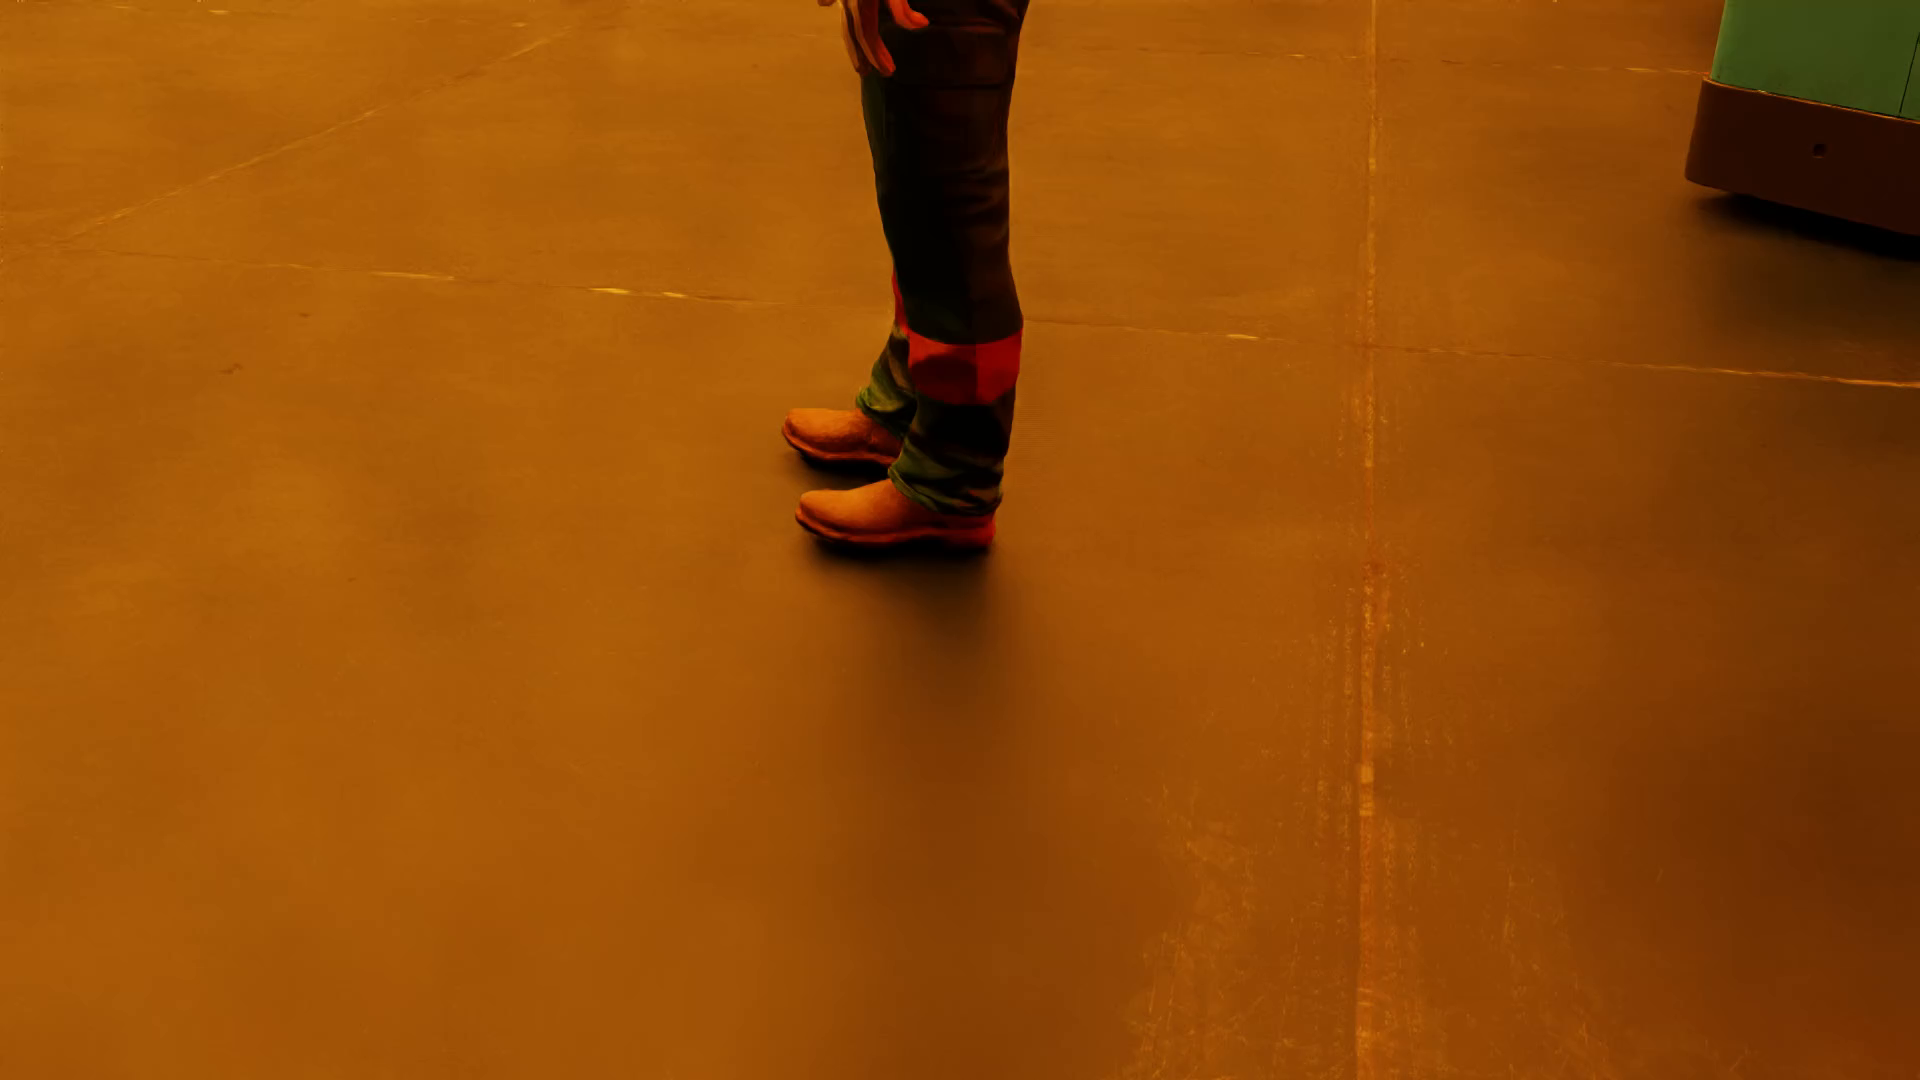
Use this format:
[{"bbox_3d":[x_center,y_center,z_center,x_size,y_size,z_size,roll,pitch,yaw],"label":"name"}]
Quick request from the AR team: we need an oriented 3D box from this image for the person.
[{"bbox_3d":[-0.076,-0.816,2.120,0.563,1.783,0.637,6,27,11],"label":"person"}]

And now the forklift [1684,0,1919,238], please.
[{"bbox_3d":[3.304,-2.332,3.868,3.031,2.935,1.130,-17,31,-30],"label":"forklift"}]
